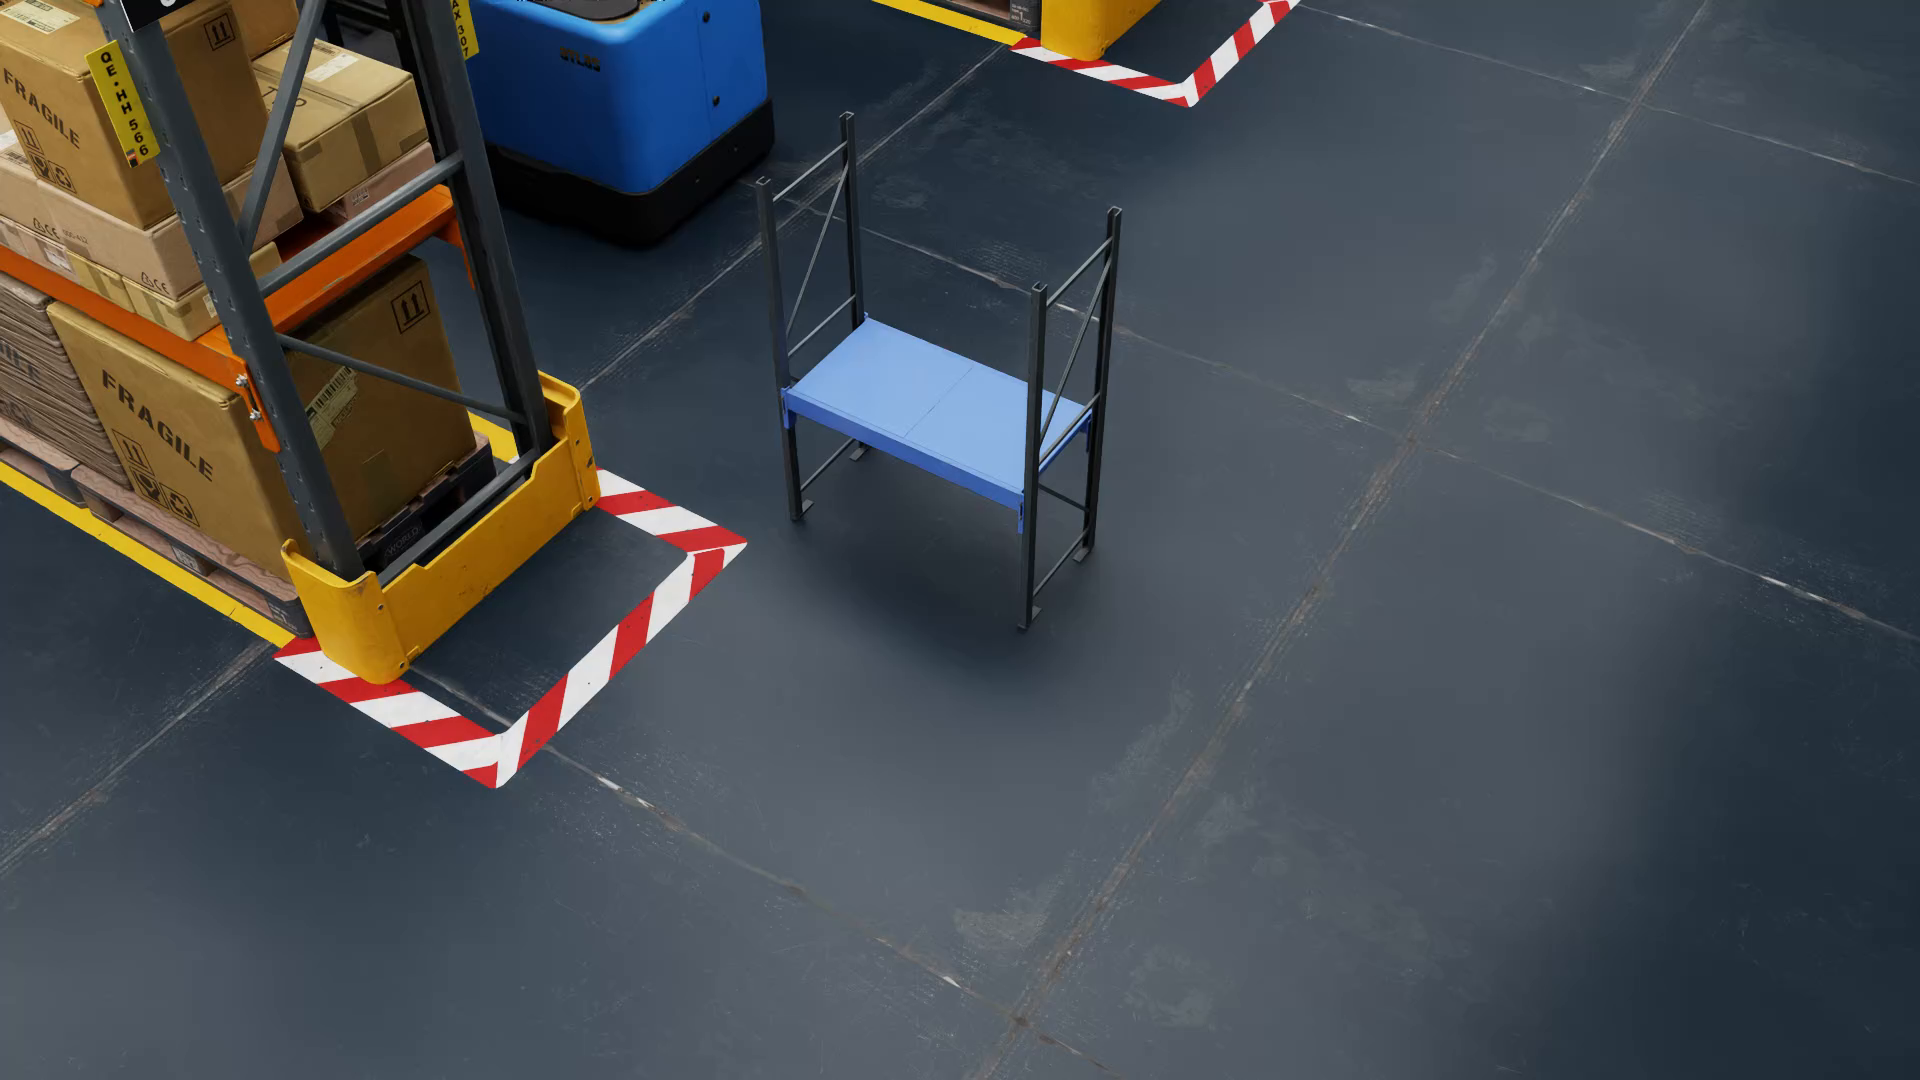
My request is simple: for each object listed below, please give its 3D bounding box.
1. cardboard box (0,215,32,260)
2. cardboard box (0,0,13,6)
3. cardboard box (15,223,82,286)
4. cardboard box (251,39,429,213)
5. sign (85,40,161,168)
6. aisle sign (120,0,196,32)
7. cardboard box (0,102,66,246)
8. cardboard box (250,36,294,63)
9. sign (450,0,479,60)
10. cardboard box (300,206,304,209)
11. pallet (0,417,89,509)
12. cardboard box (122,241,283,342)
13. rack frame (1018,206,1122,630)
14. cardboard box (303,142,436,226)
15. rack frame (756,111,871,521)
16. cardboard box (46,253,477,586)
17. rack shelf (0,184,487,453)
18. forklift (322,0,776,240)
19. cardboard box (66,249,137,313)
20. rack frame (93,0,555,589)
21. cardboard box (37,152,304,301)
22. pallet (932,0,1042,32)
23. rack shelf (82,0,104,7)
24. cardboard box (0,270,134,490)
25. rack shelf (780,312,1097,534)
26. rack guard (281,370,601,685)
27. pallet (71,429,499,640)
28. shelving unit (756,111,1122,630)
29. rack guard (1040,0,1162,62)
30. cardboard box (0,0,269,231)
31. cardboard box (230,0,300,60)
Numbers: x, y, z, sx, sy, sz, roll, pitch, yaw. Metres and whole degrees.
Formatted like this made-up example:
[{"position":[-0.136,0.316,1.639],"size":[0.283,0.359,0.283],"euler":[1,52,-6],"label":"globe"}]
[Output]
[{"position":[-2.959,-1.100,5.403],"size":[0.250,0.149,0.380],"euler":[26,51,23],"label":"cardboard box"},{"position":[-2.959,-2.006,5.482],"size":[0.500,0.500,0.500],"euler":[23,50,21],"label":"cardboard box"},{"position":[-2.749,-1.003,5.308],"size":[0.250,0.149,0.380],"euler":[25,51,22],"label":"cardboard box"},{"position":[-2.098,-1.354,5.371],"size":[0.500,0.250,0.500],"euler":[23,50,21],"label":"cardboard box"},{"position":[-2.145,-1.117,4.272],"size":[0.005,0.325,0.100],"euler":[25,51,22],"label":"sign"},{"position":[-1.942,-1.650,3.950],"size":[0.004,0.787,0.394],"euler":[25,51,22],"label":"aisle sign"},{"position":[-2.818,-1.229,5.250],"size":[0.500,0.250,0.500],"euler":[24,50,21],"label":"cardboard box"},{"position":[-2.540,-1.551,5.563],"size":[0.500,0.250,0.500],"euler":[24,51,22],"label":"cardboard box"},{"position":[-1.536,-1.615,5.069],"size":[0.005,0.325,0.100],"euler":[25,51,22],"label":"sign"},{"position":[-2.178,-1.301,5.598],"size":[0.250,0.149,0.380],"euler":[24,50,22],"label":"cardboard box"},{"position":[-3.578,-0.717,6.800],"size":[1.213,0.211,1.003],"euler":[25,51,22],"label":"pallet"},{"position":[-2.318,-0.805,5.116],"size":[0.250,0.149,0.380],"euler":[26,51,23],"label":"cardboard box"},{"position":[0.356,-0.359,5.553],"size":[0.032,1.500,0.500],"euler":[25,51,22],"label":"rack frame"},{"position":[-1.961,-1.203,5.502],"size":[0.250,0.149,0.380],"euler":[25,51,23],"label":"cardboard box"},{"position":[-0.500,-0.753,5.935],"size":[0.032,1.500,0.500],"euler":[25,51,22],"label":"rack frame"},{"position":[-2.422,-0.559,5.890],"size":[0.875,0.875,0.875],"euler":[25,51,22],"label":"cardboard box"},{"position":[-3.524,-1.477,6.095],"size":[4.000,0.370,1.077],"euler":[25,51,22],"label":"rack shelf"},{"position":[-2.422,-3.164,7.281],"size":[3.031,2.935,1.130],"euler":[23,50,21],"label":"forklift"},{"position":[-2.537,-0.905,5.213],"size":[0.250,0.149,0.380],"euler":[25,51,22],"label":"cardboard box"},{"position":[-1.840,-0.953,5.085],"size":[0.127,3.000,1.000],"euler":[25,51,22],"label":"rack frame"},{"position":[-2.391,-1.032,5.059],"size":[0.500,0.250,0.500],"euler":[24,50,22],"label":"cardboard box"},{"position":[0.161,-3.314,9.324],"size":[1.213,0.211,1.003],"euler":[25,51,22],"label":"pallet"},{"position":[-3.524,-2.522,5.020],"size":[4.000,0.370,1.077],"euler":[25,51,22],"label":"rack shelf"},{"position":[-3.188,-0.911,6.233],"size":[0.875,0.875,0.875],"euler":[25,51,22],"label":"cardboard box"},{"position":[-0.072,-0.430,5.873],"size":[1.000,0.185,0.538],"euler":[25,51,22],"label":"rack shelf"},{"position":[-1.820,-0.073,5.972],"size":[0.348,0.500,1.175],"euler":[25,51,22],"label":"rack guard"},{"position":[-2.555,-0.244,6.340],"size":[1.213,0.211,1.003],"euler":[25,51,22],"label":"pallet"},{"position":[-0.072,-0.556,5.744],"size":[1.048,1.500,0.538],"euler":[25,51,22],"label":"shelving unit"},{"position":[0.861,-3.071,8.885],"size":[0.348,0.500,1.175],"euler":[25,51,22],"label":"rack guard"},{"position":[-2.392,-1.296,4.792],"size":[0.500,0.500,0.500],"euler":[25,51,23],"label":"cardboard box"},{"position":[-2.519,-1.809,5.290],"size":[0.500,0.500,0.500],"euler":[24,50,21],"label":"cardboard box"}]
